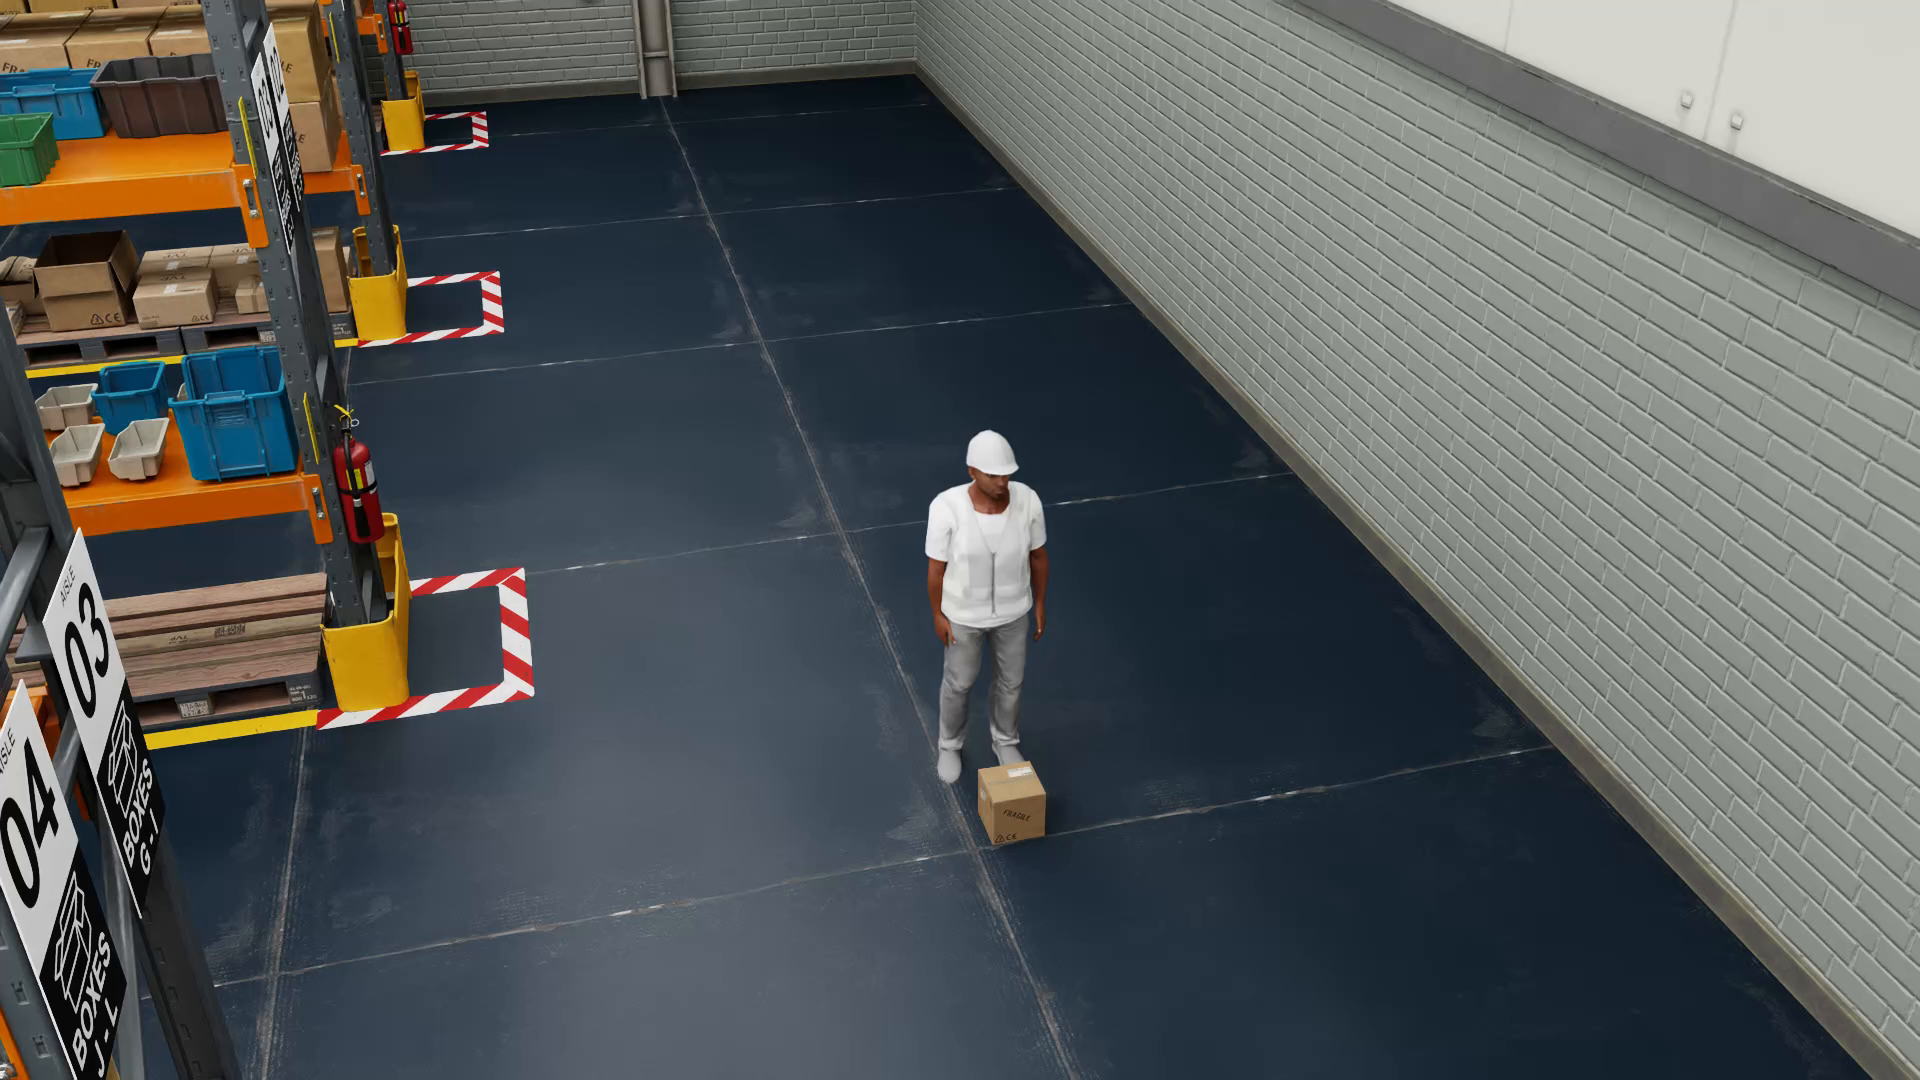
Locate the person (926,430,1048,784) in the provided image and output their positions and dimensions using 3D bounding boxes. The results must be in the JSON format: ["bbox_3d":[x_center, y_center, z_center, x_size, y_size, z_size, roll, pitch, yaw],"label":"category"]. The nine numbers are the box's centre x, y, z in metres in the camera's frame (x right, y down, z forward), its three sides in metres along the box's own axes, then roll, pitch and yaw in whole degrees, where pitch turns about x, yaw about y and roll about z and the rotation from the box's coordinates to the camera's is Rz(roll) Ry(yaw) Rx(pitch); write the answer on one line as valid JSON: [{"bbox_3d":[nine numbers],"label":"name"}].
[{"bbox_3d":[0.135,0.332,7.676,0.566,1.796,0.368,-7,31,-12],"label":"person"}]
